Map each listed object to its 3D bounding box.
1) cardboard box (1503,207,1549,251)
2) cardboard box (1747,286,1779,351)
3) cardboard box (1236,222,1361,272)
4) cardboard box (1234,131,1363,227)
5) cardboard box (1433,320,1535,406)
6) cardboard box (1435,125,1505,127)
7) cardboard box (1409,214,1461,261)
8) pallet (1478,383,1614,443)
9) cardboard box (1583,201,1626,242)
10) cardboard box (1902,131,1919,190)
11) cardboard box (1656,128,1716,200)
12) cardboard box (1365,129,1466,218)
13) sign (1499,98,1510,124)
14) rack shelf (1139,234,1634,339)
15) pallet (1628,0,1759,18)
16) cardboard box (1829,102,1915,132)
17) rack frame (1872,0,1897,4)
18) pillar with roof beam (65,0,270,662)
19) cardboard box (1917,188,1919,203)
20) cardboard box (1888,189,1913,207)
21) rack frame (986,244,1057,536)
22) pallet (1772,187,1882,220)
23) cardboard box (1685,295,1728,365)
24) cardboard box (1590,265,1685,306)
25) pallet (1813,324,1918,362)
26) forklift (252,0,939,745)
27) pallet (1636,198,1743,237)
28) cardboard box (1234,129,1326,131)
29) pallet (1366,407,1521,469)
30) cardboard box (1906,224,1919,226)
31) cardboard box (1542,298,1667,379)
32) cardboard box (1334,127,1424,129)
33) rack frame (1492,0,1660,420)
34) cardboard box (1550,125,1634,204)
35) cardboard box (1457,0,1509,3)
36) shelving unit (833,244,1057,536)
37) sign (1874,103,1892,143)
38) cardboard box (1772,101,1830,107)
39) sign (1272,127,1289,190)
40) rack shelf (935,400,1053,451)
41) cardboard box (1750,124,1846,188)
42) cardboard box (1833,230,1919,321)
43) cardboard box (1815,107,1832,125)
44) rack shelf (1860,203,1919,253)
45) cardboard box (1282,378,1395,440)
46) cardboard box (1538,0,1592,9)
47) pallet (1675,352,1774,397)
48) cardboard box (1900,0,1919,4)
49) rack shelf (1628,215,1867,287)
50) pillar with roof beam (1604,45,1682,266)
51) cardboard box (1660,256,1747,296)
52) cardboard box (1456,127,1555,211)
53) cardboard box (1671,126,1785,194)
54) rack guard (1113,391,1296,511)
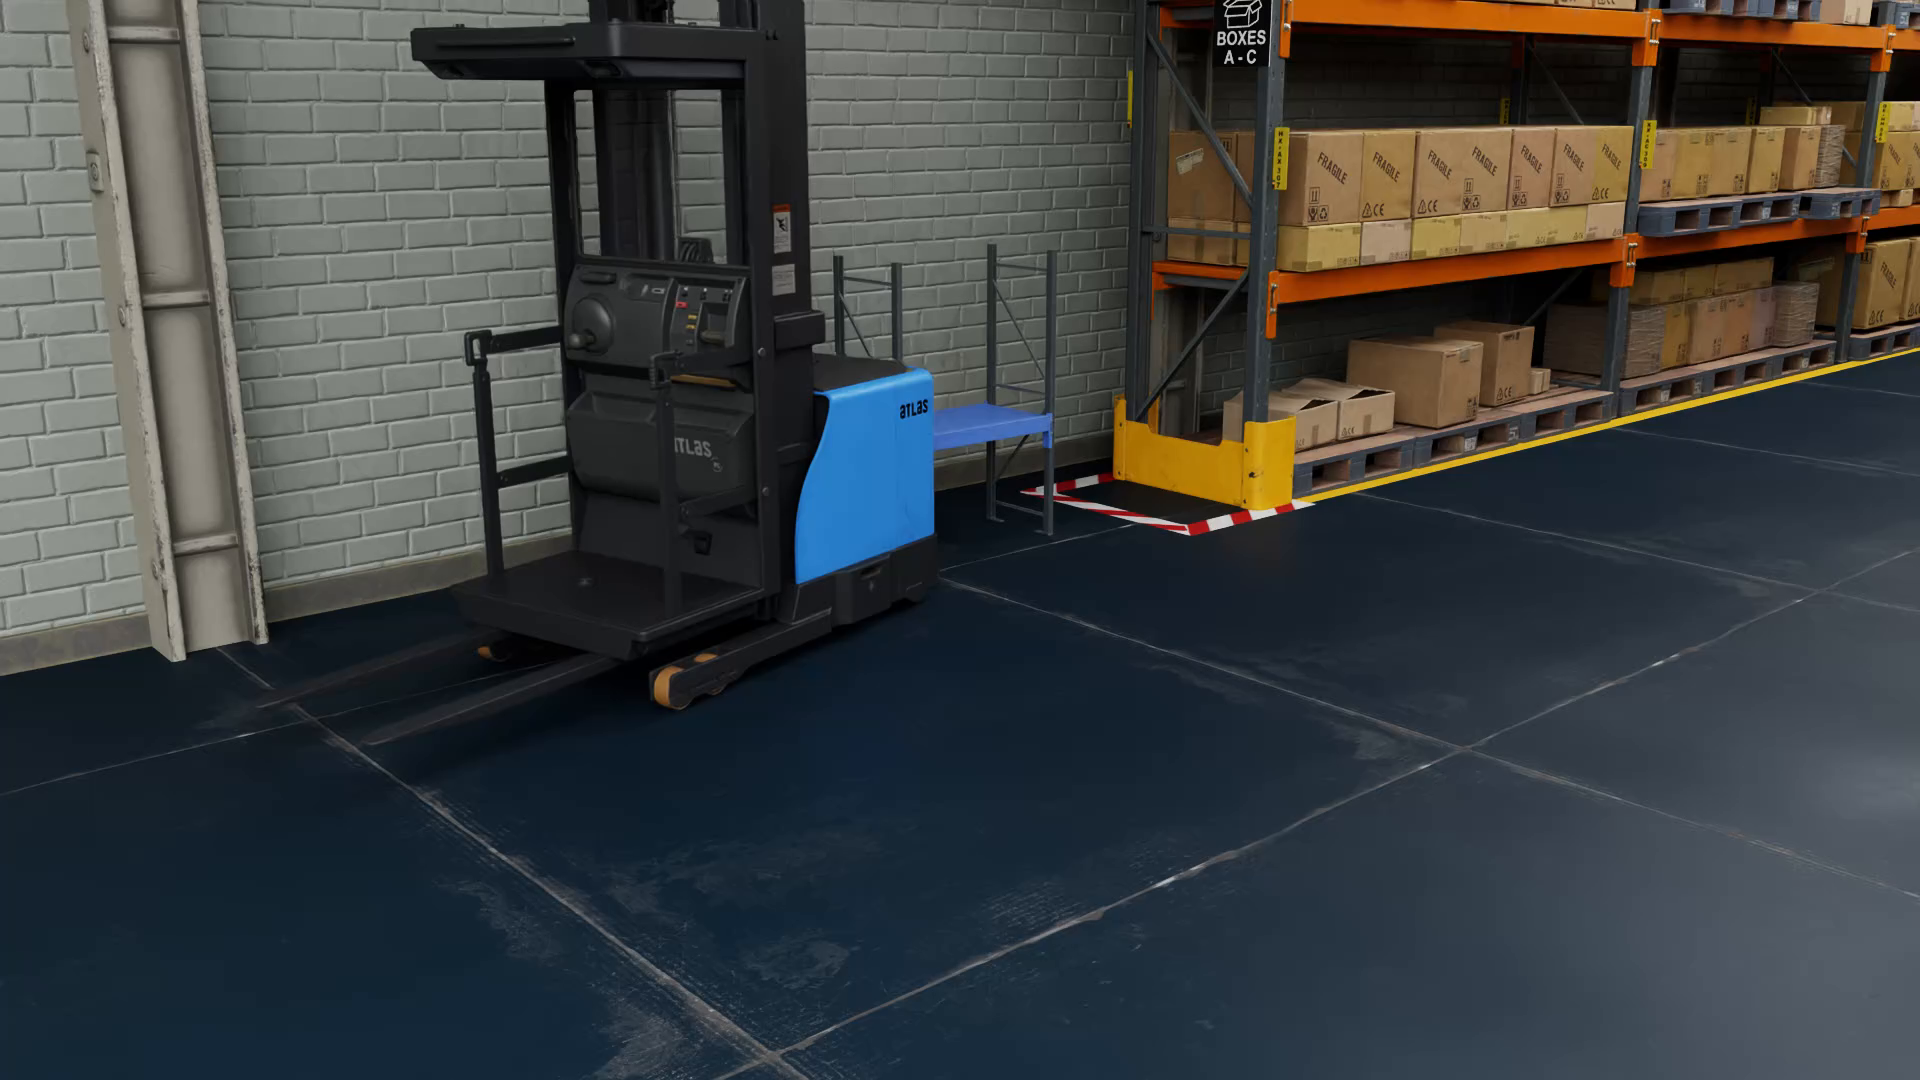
[{"bbox_3d":[3.473,-2.043,10.836,0.500,0.250,0.500,-13,20,-40],"label":"cardboard box"},{"bbox_3d":[6.425,-1.901,14.047,0.500,0.500,0.700,-13,20,-39],"label":"cardboard box"},{"bbox_3d":[1.941,-1.696,9.539,0.500,0.250,0.500,-13,20,-41],"label":"cardboard box"},{"bbox_3d":[1.922,-2.060,9.448,0.500,0.500,0.500,-13,19,-39],"label":"cardboard box"},{"bbox_3d":[3.625,-1.237,11.560,0.500,0.500,0.500,14,21,43],"label":"cardboard box"},{"bbox_3d":[3.497,-2.589,11.430,0.500,0.500,0.500,-13,20,-40],"label":"cardboard box"},{"bbox_3d":[2.711,-1.872,10.198,0.500,0.250,0.500,-13,20,-40],"label":"cardboard box"},{"bbox_3d":[3.898,-0.948,11.889,1.213,0.211,1.003,-13,19,-39],"label":"pallet"},{"bbox_3d":[4.223,-2.214,11.477,0.500,0.250,0.500,-13,19,-39],"label":"cardboard box"},{"bbox_3d":[8.335,-3.414,14.911,0.500,0.500,0.500,-12,19,-38],"label":"cardboard box"},{"bbox_3d":[5.214,-2.849,12.559,0.500,0.500,0.700,-10,18,-34],"label":"cardboard box"},{"bbox_3d":[2.695,-2.228,10.077,0.500,0.500,0.500,-13,20,-41],"label":"cardboard box"},{"bbox_3d":[4.015,-3.083,12.234,0.005,0.325,0.100,-13,19,-39],"label":"sign"},{"bbox_3d":[2.873,-1.729,10.806,4.000,0.370,1.077,-13,19,-39],"label":"rack shelf"},{"bbox_3d":[4.917,-3.858,11.932,1.003,0.211,1.213,-13,19,-39],"label":"pallet"},{"bbox_3d":[7.933,-3.689,14.486,0.500,0.250,0.500,-12,19,-38],"label":"cardboard box"},{"bbox_3d":[7.399,-5.992,13.744,0.127,3.000,1.000,-13,19,-39],"label":"rack frame"},{"bbox_3d":[-0.376,-3.069,2.802,0.400,9.000,9.100,-13,19,-39],"label":"pillar with roof beam"},{"bbox_3d":[8.752,-3.216,15.424,0.250,0.149,0.380,-12,19,-39],"label":"cardboard box"},{"bbox_3d":[8.252,-3.062,14.848,0.250,0.149,0.380,-12,19,-38],"label":"cardboard box"},{"bbox_3d":[0.319,-0.796,8.825,0.032,1.500,0.500,-13,19,-39],"label":"rack frame"},{"bbox_3d":[6.932,-2.859,14.013,1.003,0.211,1.213,-13,19,-39],"label":"pallet"},{"bbox_3d":[5.694,-1.724,13.384,0.500,0.500,0.700,-12,19,-39],"label":"cardboard box"},{"bbox_3d":[5.256,-1.986,12.911,0.500,0.250,0.500,-13,20,-41],"label":"cardboard box"},{"bbox_3d":[8.044,-1.865,15.323,1.213,0.211,1.003,-13,19,-39],"label":"pallet"},{"bbox_3d":[-1.338,-0.910,6.476,1.130,2.935,3.031,10,18,33],"label":"forklift"},{"bbox_3d":[5.054,-2.424,12.385,1.213,0.211,1.003,-13,19,-39],"label":"pallet"},{"bbox_3d":[1.967,-2.242,10.130,0.500,0.500,0.500,-12,19,-39],"label":"cardboard box"},{"bbox_3d":[2.978,-0.740,11.112,1.213,0.211,1.003,-13,19,-39],"label":"pallet"},{"bbox_3d":[10.012,-2.800,16.771,0.750,0.750,0.750,-12,19,-39],"label":"cardboard box"},{"bbox_3d":[4.926,-1.549,12.726,0.500,0.500,0.700,-12,19,-38],"label":"cardboard box"},{"bbox_3d":[2.734,-2.416,10.781,0.500,0.500,0.500,-12,19,-39],"label":"cardboard box"},{"bbox_3d":[4.382,-2.416,11.981,0.127,3.000,1.000,-13,19,-39],"label":"rack frame"},{"bbox_3d":[4.228,-2.575,11.376,0.500,0.500,0.500,-13,20,-39],"label":"cardboard box"},{"bbox_3d":[2.989,-3.521,10.074,0.500,0.500,0.500,-11,19,-36],"label":"cardboard box"},{"bbox_3d":[-0.064,-0.710,8.502,1.048,1.500,0.538,-13,19,-39],"label":"shelving unit"},{"bbox_3d":[7.763,-3.510,13.989,0.005,0.325,0.100,-13,19,-39],"label":"sign"},{"bbox_3d":[7.571,-3.785,14.844,0.500,0.250,0.500,-12,19,-38],"label":"cardboard box"},{"bbox_3d":[1.721,-2.051,8.937,0.005,0.325,0.100,-13,19,-39],"label":"sign"},{"bbox_3d":[-0.064,-0.536,8.549,1.000,0.185,0.538,-13,19,-39],"label":"rack shelf"},{"bbox_3d":[7.051,-3.273,14.143,0.700,0.500,0.500,13,20,40],"label":"cardboard box"},{"bbox_3d":[8.705,-2.504,15.663,0.750,0.750,0.750,-13,20,-40],"label":"cardboard box"},{"bbox_3d":[7.159,-3.603,14.124,0.380,0.149,0.250,13,20,40],"label":"cardboard box"},{"bbox_3d":[8.908,-3.085,15.879,4.000,0.370,1.077,-13,19,-39],"label":"rack shelf"},{"bbox_3d":[2.375,-0.848,10.469,0.500,0.311,0.500,-11,18,-35],"label":"cardboard box"},{"bbox_3d":[3.773,-3.706,10.767,0.500,0.500,0.500,14,20,42],"label":"cardboard box"},{"bbox_3d":[5.889,-1.408,13.614,1.213,0.211,1.003,-13,19,-39],"label":"pallet"},{"bbox_3d":[8.093,-4.997,14.785,0.500,0.500,0.700,-14,20,-42],"label":"cardboard box"},{"bbox_3d":[5.891,-2.407,13.342,4.000,0.370,1.077,-13,19,-39],"label":"rack shelf"},{"bbox_3d":[8.677,-5.102,10.412,0.400,9.000,9.100,-13,19,-39],"label":"pillar with roof beam"},{"bbox_3d":[6.035,-2.156,13.547,0.500,0.250,0.500,-13,20,-40],"label":"cardboard box"},{"bbox_3d":[3.468,-2.406,10.744,0.500,0.500,0.500,-13,20,-41],"label":"cardboard box"},{"bbox_3d":[6.126,-3.057,13.337,0.500,0.500,0.700,-13,19,-39],"label":"cardboard box"},{"bbox_3d":[1.422,-0.543,9.815,0.348,0.500,1.175,-13,19,-39],"label":"rack guard"}]
